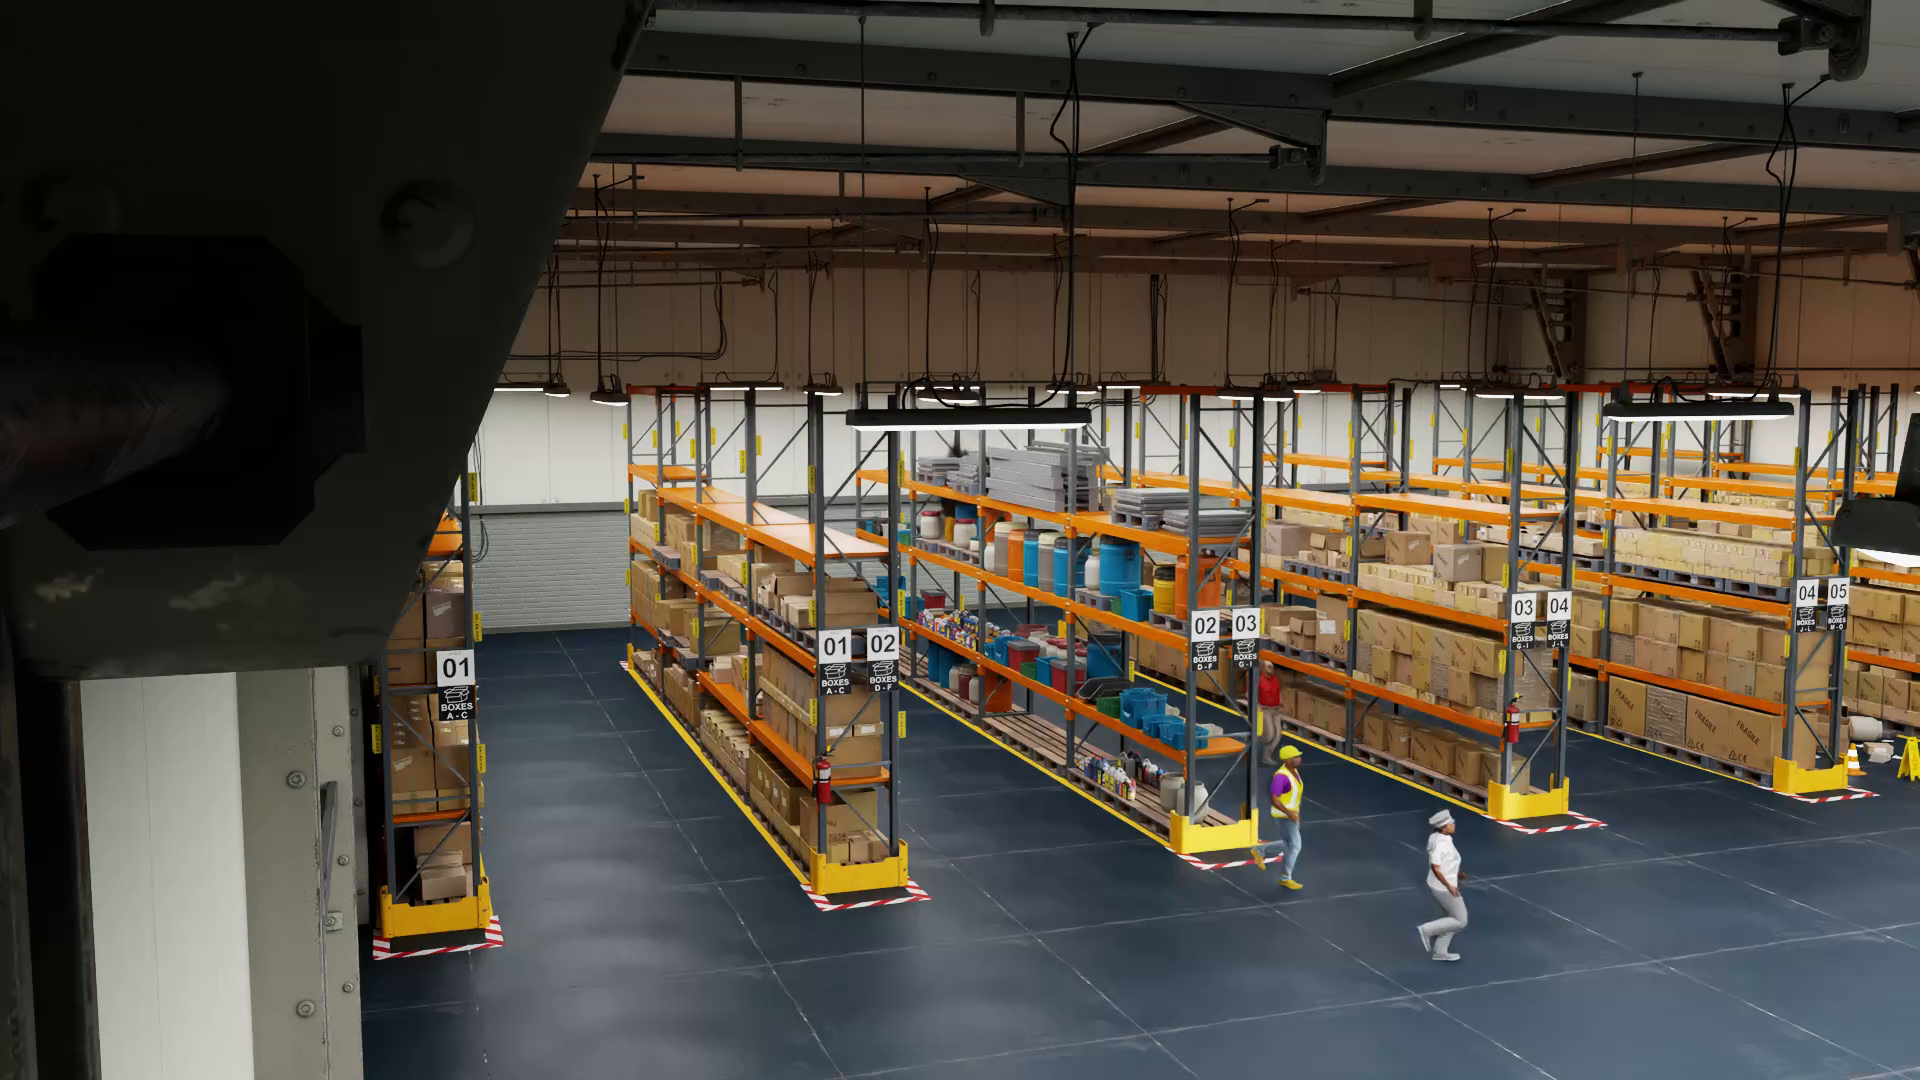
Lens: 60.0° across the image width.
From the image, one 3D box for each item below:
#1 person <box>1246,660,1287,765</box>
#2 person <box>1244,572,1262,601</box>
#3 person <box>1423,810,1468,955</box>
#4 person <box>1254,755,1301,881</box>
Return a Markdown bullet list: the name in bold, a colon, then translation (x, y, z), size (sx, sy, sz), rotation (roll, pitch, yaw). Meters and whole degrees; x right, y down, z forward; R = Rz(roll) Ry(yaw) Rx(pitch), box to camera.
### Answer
- **person**: translation (4.910, 2.753, 26.607), size (0.677, 1.675, 0.604), rotation (-4, 7, -34)
- **person**: translation (6.516, 1.567, 37.823), size (0.727, 1.772, 0.753), rotation (-1, 6, -10)
- **person**: translation (5.187, 3.657, 17.753), size (0.492, 1.588, 0.589), rotation (0, 6, 4)
- **person**: translation (3.923, 3.350, 20.419), size (0.609, 1.636, 0.715), rotation (2, 6, 22)
